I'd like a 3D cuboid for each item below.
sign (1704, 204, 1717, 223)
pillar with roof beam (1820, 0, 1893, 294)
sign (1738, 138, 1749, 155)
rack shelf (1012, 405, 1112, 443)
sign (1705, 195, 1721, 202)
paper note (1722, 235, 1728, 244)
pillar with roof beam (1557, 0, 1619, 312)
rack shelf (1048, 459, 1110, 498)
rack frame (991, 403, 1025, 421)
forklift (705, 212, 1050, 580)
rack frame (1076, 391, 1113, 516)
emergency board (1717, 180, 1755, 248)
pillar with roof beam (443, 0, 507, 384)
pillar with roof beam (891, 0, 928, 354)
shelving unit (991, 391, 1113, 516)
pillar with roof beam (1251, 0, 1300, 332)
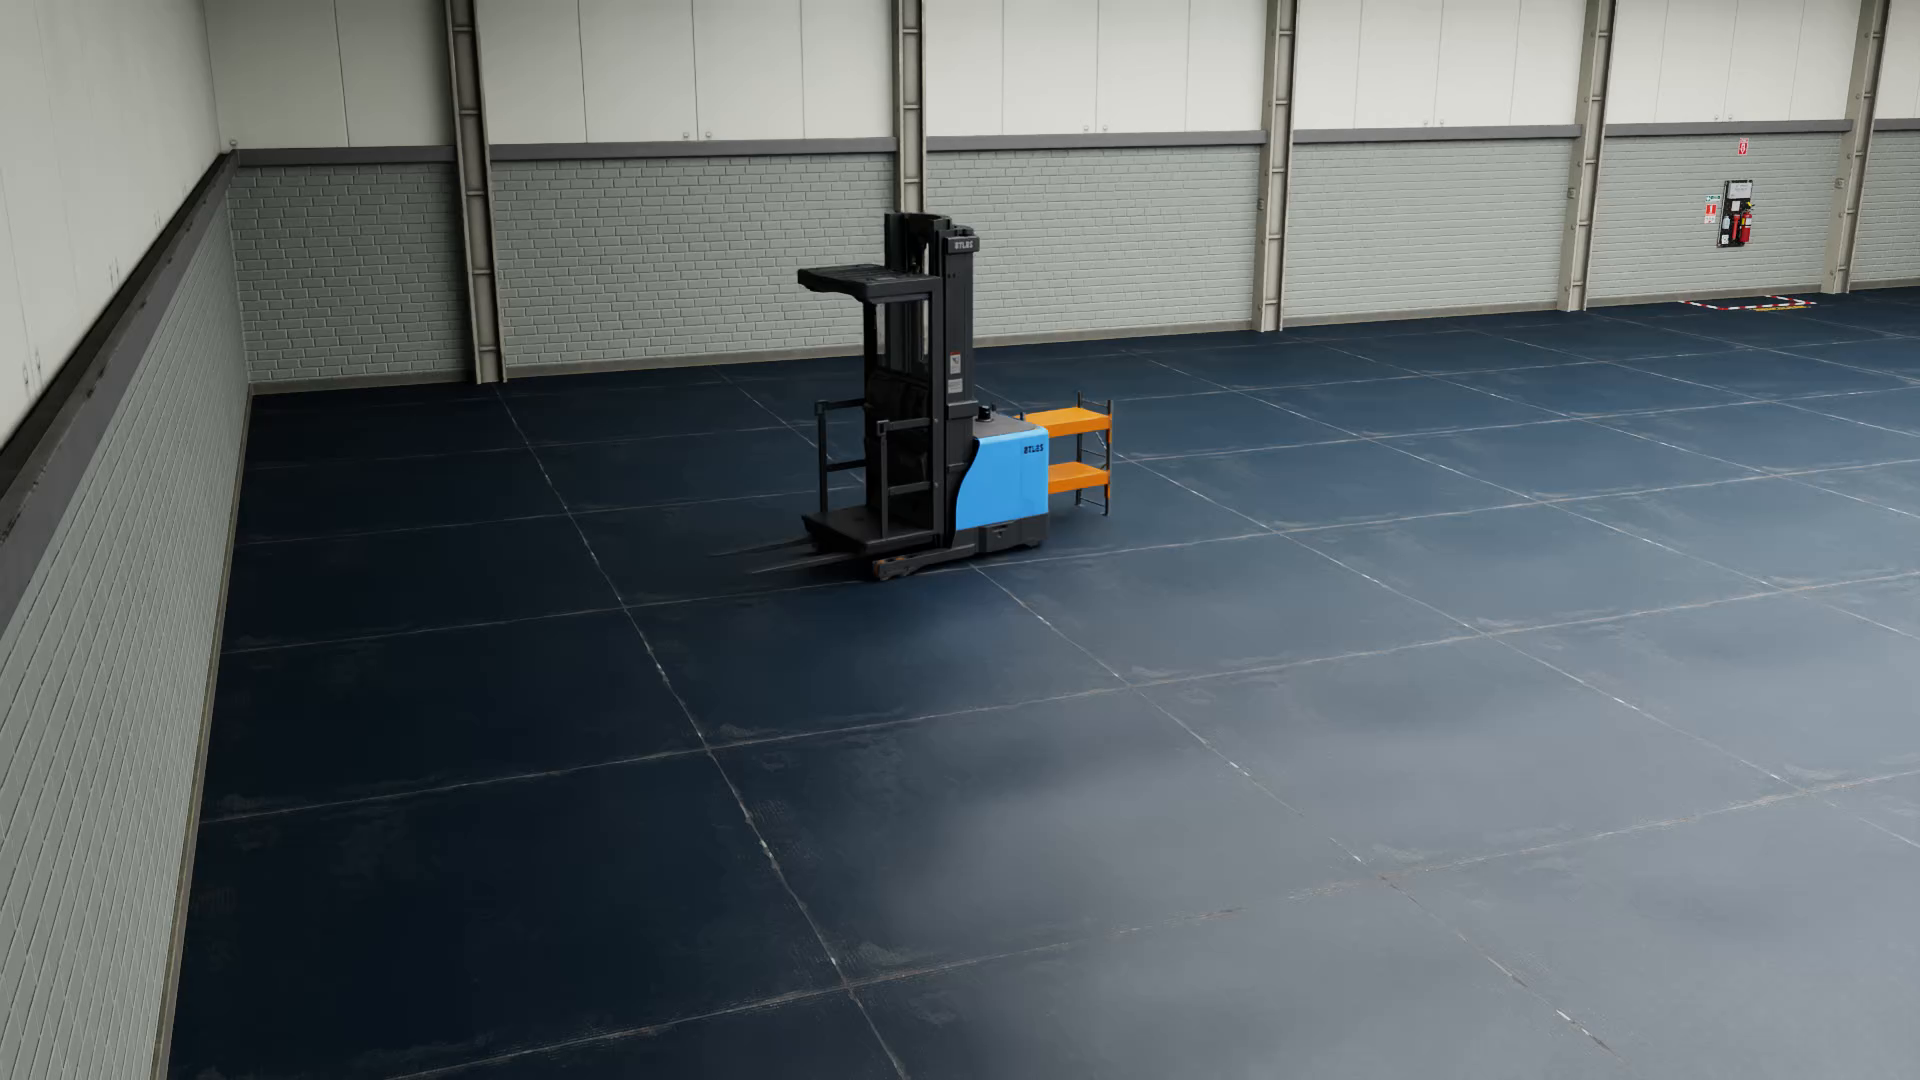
[{"bbox_3d":[13.219,-5.748,29.285,0.234,0.329,0.001,-6,17,-20],"label":"sign"},{"bbox_3d":[17.634,-7.744,25.499,0.400,9.000,9.100,-6,17,-20],"label":"pillar with roof beam"},{"bbox_3d":[13.729,-6.897,29.147,0.199,0.298,0.001,-6,17,-20],"label":"sign"},{"bbox_3d":[0.863,-1.032,15.579,1.000,0.278,0.538,-11,19,-32],"label":"rack shelf"},{"bbox_3d":[13.227,-6.000,29.204,0.331,0.109,0.001,-6,17,-20],"label":"sign"},{"bbox_3d":[13.582,-5.337,29.513,0.142,0.148,0.016,-6,17,-20],"label":"paper note"},{"bbox_3d":[12.031,-7.139,23.439,0.400,9.000,9.100,-6,17,-20],"label":"pillar with roof beam"},{"bbox_3d":[0.863,-0.517,15.730,1.000,0.278,0.538,-11,19,-32],"label":"rack shelf"},{"bbox_3d":[0.441,-0.672,15.389,0.032,1.125,0.500,-11,19,-32],"label":"rack frame"},{"bbox_3d":[-0.701,-1.236,14.105,3.031,2.935,1.130,-11,20,-33],"label":"forklift"},{"bbox_3d":[1.285,-0.831,15.933,0.032,1.125,0.500,-11,19,-32],"label":"rack frame"},{"bbox_3d":[13.772,-5.760,29.387,0.643,1.169,0.194,-6,17,-20],"label":"emergency board"},{"bbox_3d":[-4.777,-5.325,17.260,0.400,9.000,9.100,-6,17,-20],"label":"pillar with roof beam"},{"bbox_3d":[0.826,-5.930,19.320,0.400,9.000,9.100,-6,17,-20],"label":"pillar with roof beam"},{"bbox_3d":[0.863,-0.752,15.661,1.048,1.125,0.538,-11,19,-32],"label":"shelving unit"},{"bbox_3d":[6.429,-6.535,21.379,0.400,9.000,9.100,-6,17,-20],"label":"pillar with roof beam"}]
